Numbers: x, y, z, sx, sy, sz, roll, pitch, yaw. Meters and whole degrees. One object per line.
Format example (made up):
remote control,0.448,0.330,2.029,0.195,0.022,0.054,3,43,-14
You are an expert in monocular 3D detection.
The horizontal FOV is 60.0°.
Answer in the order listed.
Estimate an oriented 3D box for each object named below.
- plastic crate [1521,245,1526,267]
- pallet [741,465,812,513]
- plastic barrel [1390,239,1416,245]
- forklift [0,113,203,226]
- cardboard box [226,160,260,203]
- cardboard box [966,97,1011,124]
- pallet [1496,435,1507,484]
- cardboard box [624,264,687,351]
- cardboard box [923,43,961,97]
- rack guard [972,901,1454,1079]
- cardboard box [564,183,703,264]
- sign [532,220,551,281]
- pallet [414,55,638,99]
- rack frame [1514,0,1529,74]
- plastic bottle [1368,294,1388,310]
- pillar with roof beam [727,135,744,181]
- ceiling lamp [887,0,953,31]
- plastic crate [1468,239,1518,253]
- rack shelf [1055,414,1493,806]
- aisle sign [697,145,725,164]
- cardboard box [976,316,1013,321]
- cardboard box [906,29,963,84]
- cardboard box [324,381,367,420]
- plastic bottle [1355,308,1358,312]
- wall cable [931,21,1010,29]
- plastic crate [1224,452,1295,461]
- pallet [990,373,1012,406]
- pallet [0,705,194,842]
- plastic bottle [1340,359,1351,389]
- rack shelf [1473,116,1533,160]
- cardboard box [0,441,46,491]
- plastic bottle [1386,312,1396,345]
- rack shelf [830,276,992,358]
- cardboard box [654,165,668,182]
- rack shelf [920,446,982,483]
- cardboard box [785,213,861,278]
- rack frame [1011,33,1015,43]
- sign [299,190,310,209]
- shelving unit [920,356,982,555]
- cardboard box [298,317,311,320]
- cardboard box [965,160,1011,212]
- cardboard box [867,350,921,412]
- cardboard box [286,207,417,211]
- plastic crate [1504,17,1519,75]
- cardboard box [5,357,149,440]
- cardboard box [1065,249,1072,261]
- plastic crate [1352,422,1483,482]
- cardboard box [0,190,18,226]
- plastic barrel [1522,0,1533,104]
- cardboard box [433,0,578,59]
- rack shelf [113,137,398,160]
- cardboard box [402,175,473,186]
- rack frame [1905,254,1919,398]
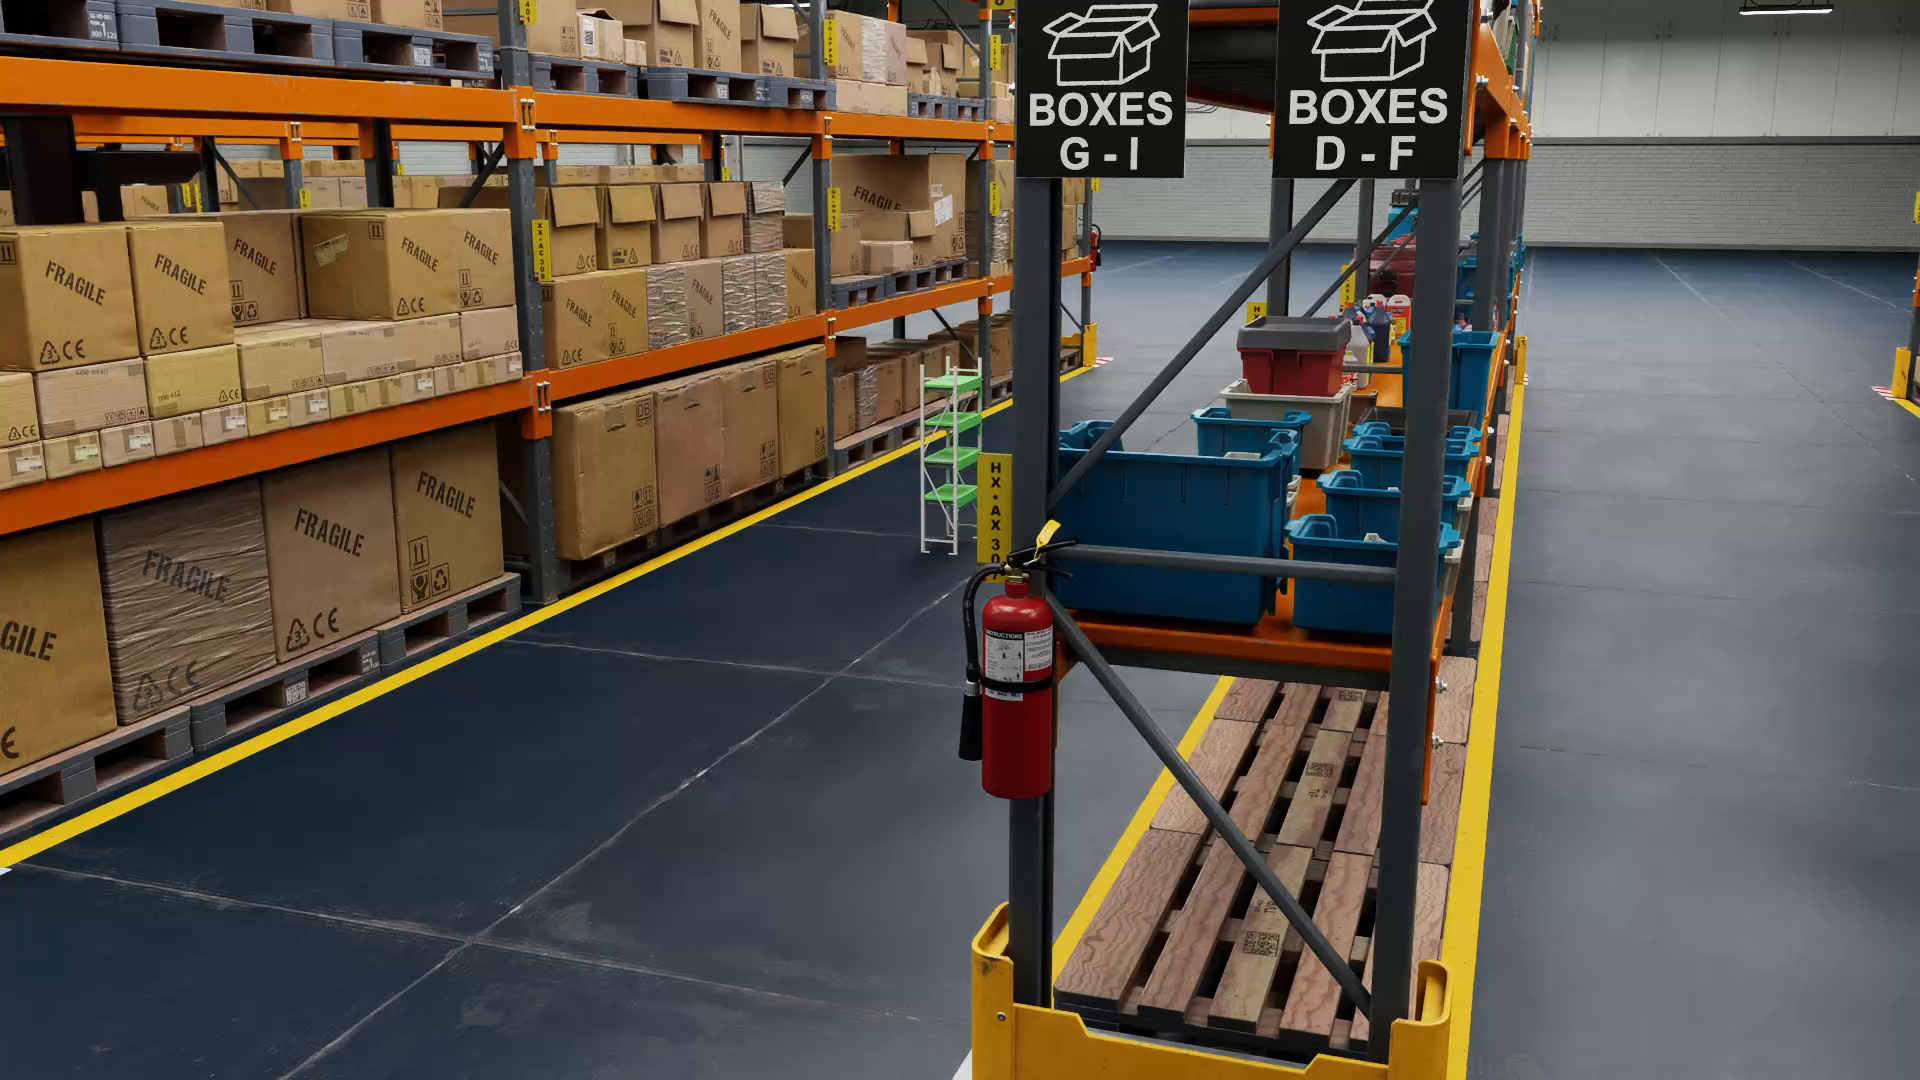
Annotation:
plastic crate,5.915,-3.105,18.187,0.499,0.251,0.616,4,14,18
pallet,-1.808,-0.457,12.516,1.003,0.211,1.213,4,14,18
plastic barrel,3.605,-2.098,13.132,0.433,0.535,0.433,0,13,0
forklift,-5.103,-1.222,9.754,1.130,2.935,3.031,4,14,18
cardboard box,-9.031,-4.397,20.372,0.700,0.500,0.500,4,14,19
cardboard box,0.201,-4.285,16.616,0.500,0.250,0.500,4,13,16
pallet,3.889,-0.677,13.481,1.003,0.211,1.213,4,14,18
cardboard box,-2.066,-1.474,10.479,0.500,0.500,0.500,4,13,17
cardboard box,-0.433,-4.445,15.805,0.797,0.503,0.637,4,13,16
rack guard,0.621,1.289,4.219,1.175,0.500,0.348,4,14,18
cardboard box,-2.158,-2.083,10.896,0.797,0.503,0.637,5,14,20
sign,-2.250,-1.556,8.941,0.100,0.325,0.005,4,14,18
pallet,-2.526,-2.701,9.768,0.805,0.209,1.217,4,13,16
rack frame,3.205,-4.545,10.679,1.000,3.000,0.127,4,14,18
plastic bottle,2.759,-1.492,11.064,0.152,0.276,0.135,4,14,18
pillar with roof beam,-2.207,-12.318,44.734,9.100,9.000,0.548,4,14,18
ceiling lamp,-1.096,-15.581,45.914,2.000,3.185,0.800,4,14,18
plastic crate,4.632,-2.370,14.487,0.402,0.464,0.583,4,14,18
rack shelf,1.264,-0.006,5.892,1.077,0.370,4.000,4,14,18
aisle sign,-3.247,-5.301,21.629,0.394,0.787,0.004,4,14,18
cardboard box,0.508,-2.259,18.816,0.500,0.500,0.500,6,14,24
cardboard box,-0.283,-4.832,16.661,0.500,0.500,0.500,4,13,17
cardboard box,-2.980,-0.654,7.677,0.380,0.149,0.250,4,13,17
plastic bottle,2.397,-1.273,10.113,0.097,0.271,0.097,0,13,0
wall cable,0.425,-15.170,52.857,3.097,2.526,0.112,4,14,18
plastic crate,0.962,-0.206,5.605,0.298,0.136,0.250,4,14,18
pallet,-0.003,-1.604,17.540,1.003,0.211,1.213,4,14,18
pallet,-3.885,0.893,6.602,1.003,0.211,1.213,4,14,18
plastic bottle,1.856,-0.783,8.122,0.097,0.201,0.097,0,13,0
rack shelf,5.146,-3.995,16.628,1.077,0.370,4.000,4,14,18
cardboard box,-3.561,-0.275,6.018,0.380,0.149,0.250,4,13,18
plastic bottle,2.733,-1.353,10.623,0.097,0.201,0.097,0,13,0
rack shelf,-0.834,-2.047,14.834,1.077,0.370,4.000,4,14,18
cardboard box,-4.111,-4.334,20.470,0.875,0.550,0.550,4,14,18
rack shelf,-0.054,-0.488,10.716,0.258,0.148,0.480,4,14,18
cardboard box,-1.259,-2.472,13.909,0.700,0.500,0.500,7,14,27
rack frame,1.107,-6.586,19.622,1.000,3.000,0.127,4,14,18
sign,-5.625,-2.844,14.285,0.100,0.325,0.005,4,14,18
shelving unit,-0.054,-0.550,10.702,0.258,1.200,0.503,4,14,18
cardboard box,-3.341,-1.022,8.395,0.500,0.250,0.500,4,14,18
cardboard box,0.199,-3.577,16.779,0.500,0.500,0.500,4,14,18
cardboard box,-0.759,-1.471,15.319,0.700,0.500,0.500,3,13,14
cardboard box,-3.173,-1.490,8.758,0.500,0.500,0.500,4,14,18
plastic crate,2.060,-2.026,6.861,0.450,0.188,0.662,4,14,18
cardboard box,-3.497,-0.556,6.352,0.500,0.250,0.500,4,14,18
cardboard box,1.096,-3.355,19.512,0.380,0.149,0.250,4,14,18
plastic crate,1.531,-0.252,5.594,0.416,0.233,0.300,4,14,18
cardboard box,-10.166,-3.390,17.261,0.500,0.500,0.500,5,14,19
plastic barrel,3.676,-3.485,11.646,0.600,0.901,0.600,0,13,0
cardboard box,-2.598,-2.974,9.366,0.700,0.500,0.500,5,14,20
rack shelf,-8.917,-5.066,21.317,1.077,0.370,4.000,4,14,18
cardboard box,-5.331,-3.414,16.734,0.700,0.500,0.500,4,14,19
rack frame,10.479,-2.948,17.161,1.000,3.000,0.127,4,14,18
